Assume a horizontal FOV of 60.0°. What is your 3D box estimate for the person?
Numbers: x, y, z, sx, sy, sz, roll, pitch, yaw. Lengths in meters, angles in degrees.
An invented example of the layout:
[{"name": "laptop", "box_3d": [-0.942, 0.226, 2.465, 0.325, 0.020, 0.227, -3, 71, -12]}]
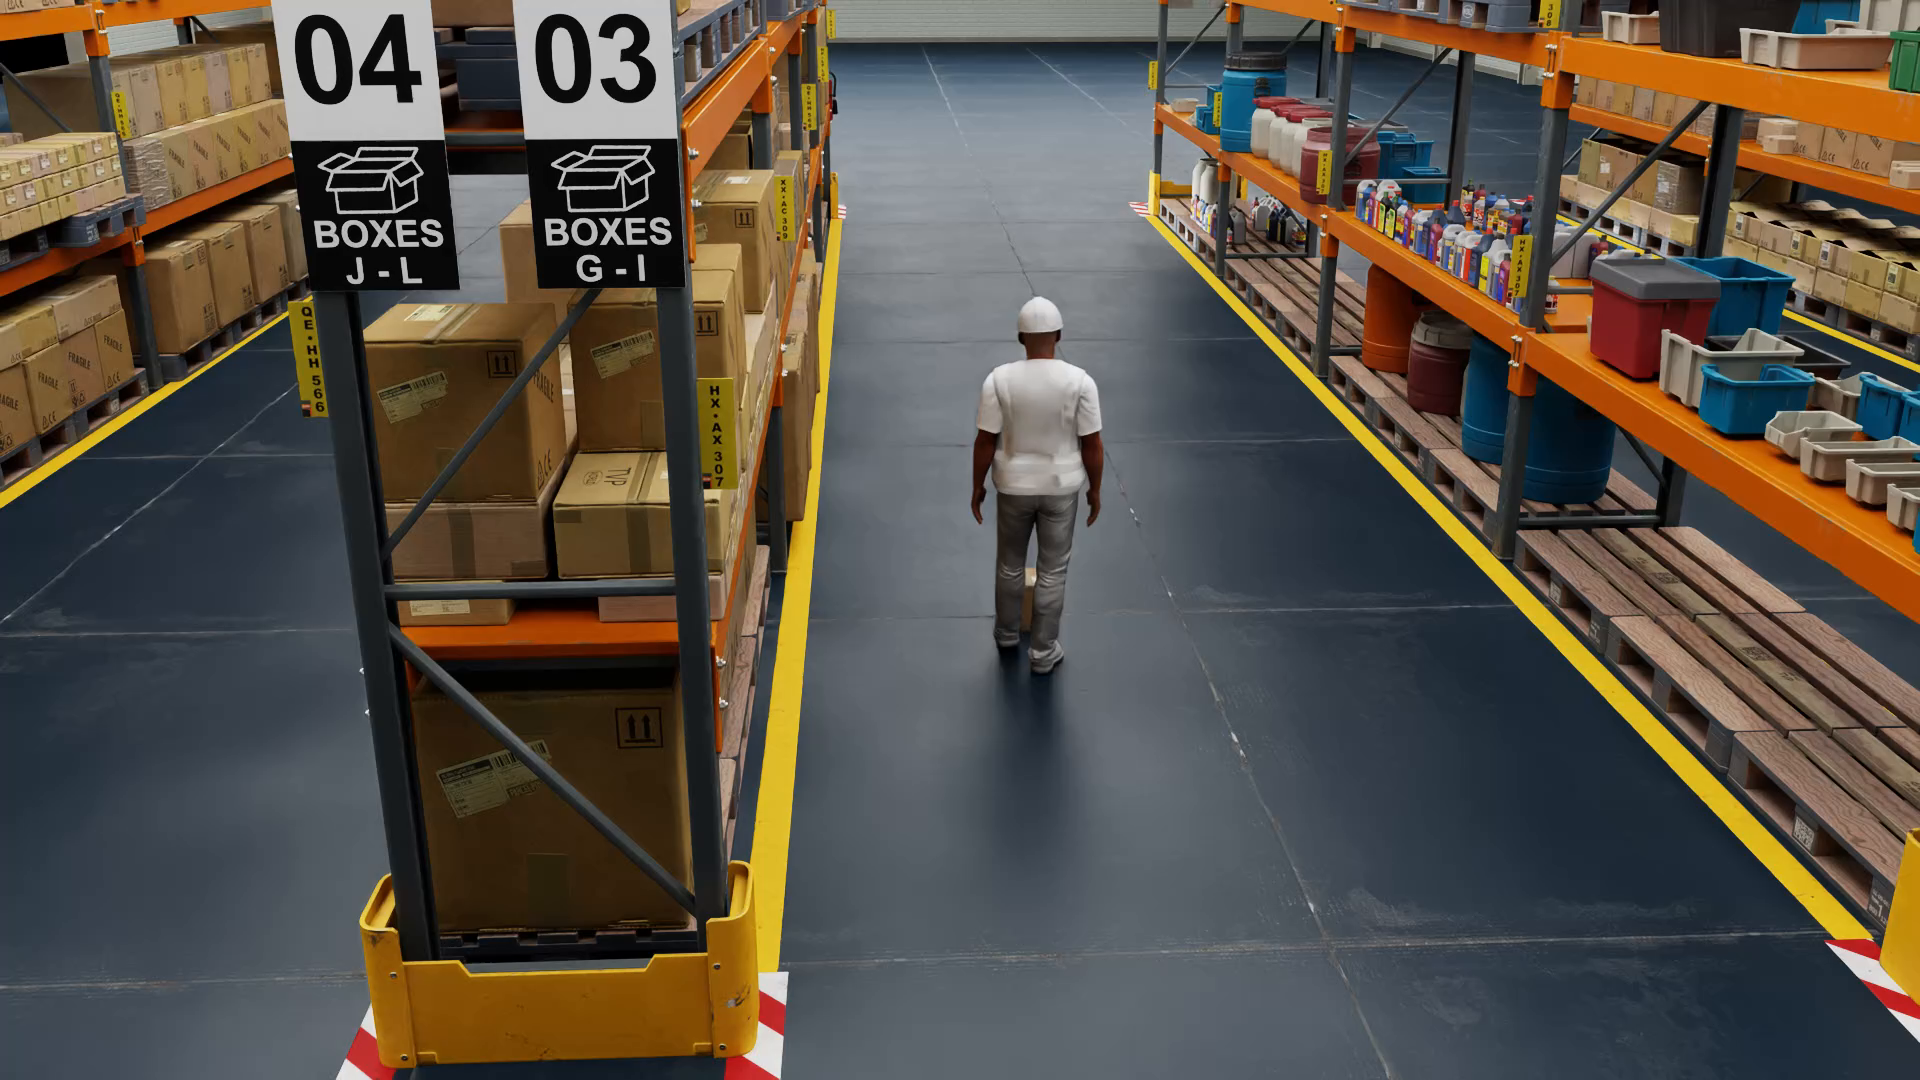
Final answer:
[{"name": "person", "box_3d": [0.372, -0.285, 7.786, 0.605, 1.768, 0.594, 3, 20, 8]}]
